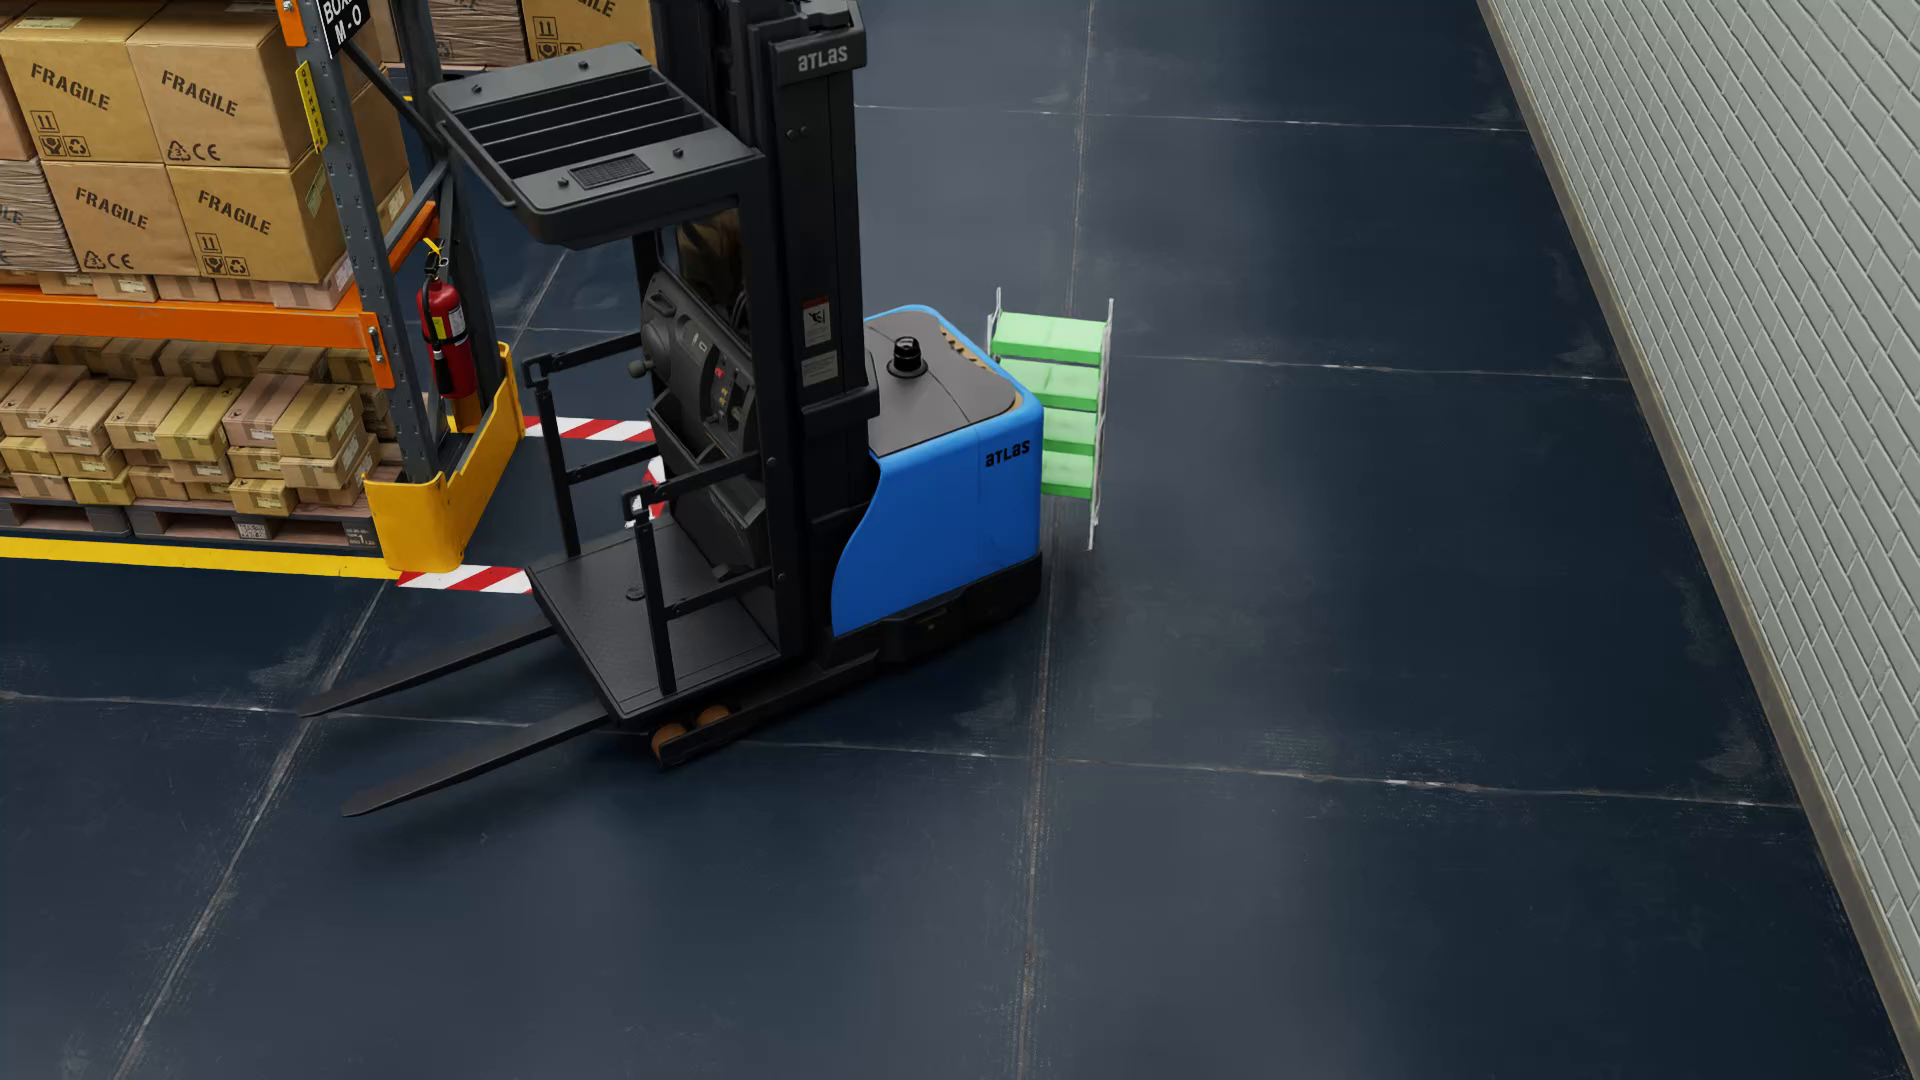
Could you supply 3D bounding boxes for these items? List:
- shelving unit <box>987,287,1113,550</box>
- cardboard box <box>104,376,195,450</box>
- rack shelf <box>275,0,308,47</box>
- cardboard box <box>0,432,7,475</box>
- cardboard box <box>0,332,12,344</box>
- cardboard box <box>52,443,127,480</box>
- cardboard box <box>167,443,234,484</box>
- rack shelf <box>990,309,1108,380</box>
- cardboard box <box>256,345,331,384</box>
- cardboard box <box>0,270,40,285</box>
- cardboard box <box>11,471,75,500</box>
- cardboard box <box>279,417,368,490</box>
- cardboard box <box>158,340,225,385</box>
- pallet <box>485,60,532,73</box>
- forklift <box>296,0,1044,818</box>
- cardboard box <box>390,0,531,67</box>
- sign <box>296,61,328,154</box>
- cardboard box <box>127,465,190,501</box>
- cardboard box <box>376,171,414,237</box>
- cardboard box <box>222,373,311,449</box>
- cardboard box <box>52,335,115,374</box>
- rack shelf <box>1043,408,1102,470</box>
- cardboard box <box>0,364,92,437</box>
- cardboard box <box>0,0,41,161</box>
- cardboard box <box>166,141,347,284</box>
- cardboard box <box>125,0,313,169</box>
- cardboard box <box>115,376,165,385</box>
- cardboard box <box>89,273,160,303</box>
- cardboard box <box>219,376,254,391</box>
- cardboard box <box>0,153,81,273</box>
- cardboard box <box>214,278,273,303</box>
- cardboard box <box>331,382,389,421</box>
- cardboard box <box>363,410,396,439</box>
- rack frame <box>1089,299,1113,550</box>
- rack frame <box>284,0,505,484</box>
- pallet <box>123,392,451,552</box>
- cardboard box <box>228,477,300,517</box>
[{"bbox_3d":[0.386,-0.522,7.441,0.503,1.200,0.258,7,40,9],"label":"shelving unit"},{"bbox_3d":[-3.655,-0.577,7.537,0.250,0.149,0.380,2,39,2],"label":"cardboard box"},{"bbox_3d":[-4.331,-2.374,6.485,4.000,0.370,1.077,3,39,4],"label":"rack shelf"},{"bbox_3d":[-4.455,-0.474,7.646,0.250,0.149,0.380,4,39,4],"label":"cardboard box"},{"bbox_3d":[-4.641,-1.007,8.065,0.250,0.149,0.380,2,39,2],"label":"cardboard box"},{"bbox_3d":[-3.924,-0.450,7.617,0.250,0.149,0.380,4,39,5],"label":"cardboard box"},{"bbox_3d":[-3.407,-0.430,7.592,0.250,0.149,0.380,2,39,2],"label":"cardboard box"},{"bbox_3d":[0.386,-0.845,7.178,0.480,0.148,0.258,7,40,9],"label":"rack shelf"},{"bbox_3d":[-3.116,-0.851,7.873,0.250,0.149,0.380,4,39,5],"label":"cardboard box"},{"bbox_3d":[-3.964,-1.249,7.108,0.250,0.149,0.380,2,39,2],"label":"cardboard box"},{"bbox_3d":[-4.179,-0.362,7.744,0.250,0.149,0.380,4,39,5],"label":"cardboard box"},{"bbox_3d":[-2.889,-0.403,7.559,0.250,0.149,0.380,2,39,3],"label":"cardboard box"},{"bbox_3d":[-3.611,-0.906,7.942,0.250,0.149,0.380,1,39,2],"label":"cardboard box"},{"bbox_3d":[-2.614,-3.408,11.770,1.213,0.211,1.003,3,39,4],"label":"pallet"},{"bbox_3d":[-1.167,-0.622,6.192,3.031,2.935,1.130,-21,44,-24],"label":"forklift"},{"bbox_3d":[-3.361,-3.868,11.476,0.875,0.875,0.875,3,39,4],"label":"cardboard box"},{"bbox_3d":[-2.407,-1.605,6.178,0.005,0.325,0.100,3,39,4],"label":"sign"},{"bbox_3d":[-3.649,-0.360,7.742,0.250,0.149,0.380,4,39,4],"label":"cardboard box"},{"bbox_3d":[-2.633,-1.508,7.425,0.250,0.149,0.380,3,39,3],"label":"cardboard box"},{"bbox_3d":[-3.133,-0.588,7.551,0.250,0.149,0.380,4,39,5],"label":"cardboard box"},{"bbox_3d":[-4.144,-0.971,8.021,0.250,0.149,0.380,4,39,5],"label":"cardboard box"},{"bbox_3d":[0.386,-0.473,7.481,0.480,0.148,0.258,7,40,9],"label":"rack shelf"},{"bbox_3d":[-4.180,-0.640,7.615,0.250,0.149,0.380,2,39,2],"label":"cardboard box"},{"bbox_3d":[-3.840,-1.842,6.530,0.500,0.500,0.500,5,39,6],"label":"cardboard box"},{"bbox_3d":[-2.809,-1.398,6.777,0.500,0.500,0.500,4,39,5],"label":"cardboard box"},{"bbox_3d":[-2.816,-1.792,6.468,0.500,0.500,0.500,2,39,3],"label":"cardboard box"},{"bbox_3d":[-3.877,-0.789,8.033,0.250,0.149,0.380,1,39,2],"label":"cardboard box"},{"bbox_3d":[-3.440,-1.164,7.003,0.250,0.149,0.380,4,39,5],"label":"cardboard box"},{"bbox_3d":[-3.358,-0.752,7.988,0.250,0.149,0.380,4,39,4],"label":"cardboard box"},{"bbox_3d":[-3.827,-1.451,6.841,0.500,0.500,0.500,3,39,4],"label":"cardboard box"},{"bbox_3d":[-2.933,-1.161,6.999,0.250,0.149,0.380,3,39,4],"label":"cardboard box"},{"bbox_3d":[-2.839,-0.744,7.978,0.250,0.149,0.380,5,39,6],"label":"cardboard box"},{"bbox_3d":[-2.833,-0.668,8.121,0.250,0.149,0.380,4,39,5],"label":"cardboard box"},{"bbox_3d":[0.626,-0.492,7.405,0.015,1.200,0.240,7,40,9],"label":"rack frame"},{"bbox_3d":[-2.339,-1.381,7.071,0.127,3.000,1.000,3,39,4],"label":"rack frame"},{"bbox_3d":[-3.221,-0.370,8.038,1.213,0.211,1.003,3,39,4],"label":"pallet"},{"bbox_3d":[-3.146,-0.286,7.651,0.250,0.149,0.380,4,39,5],"label":"cardboard box"}]
